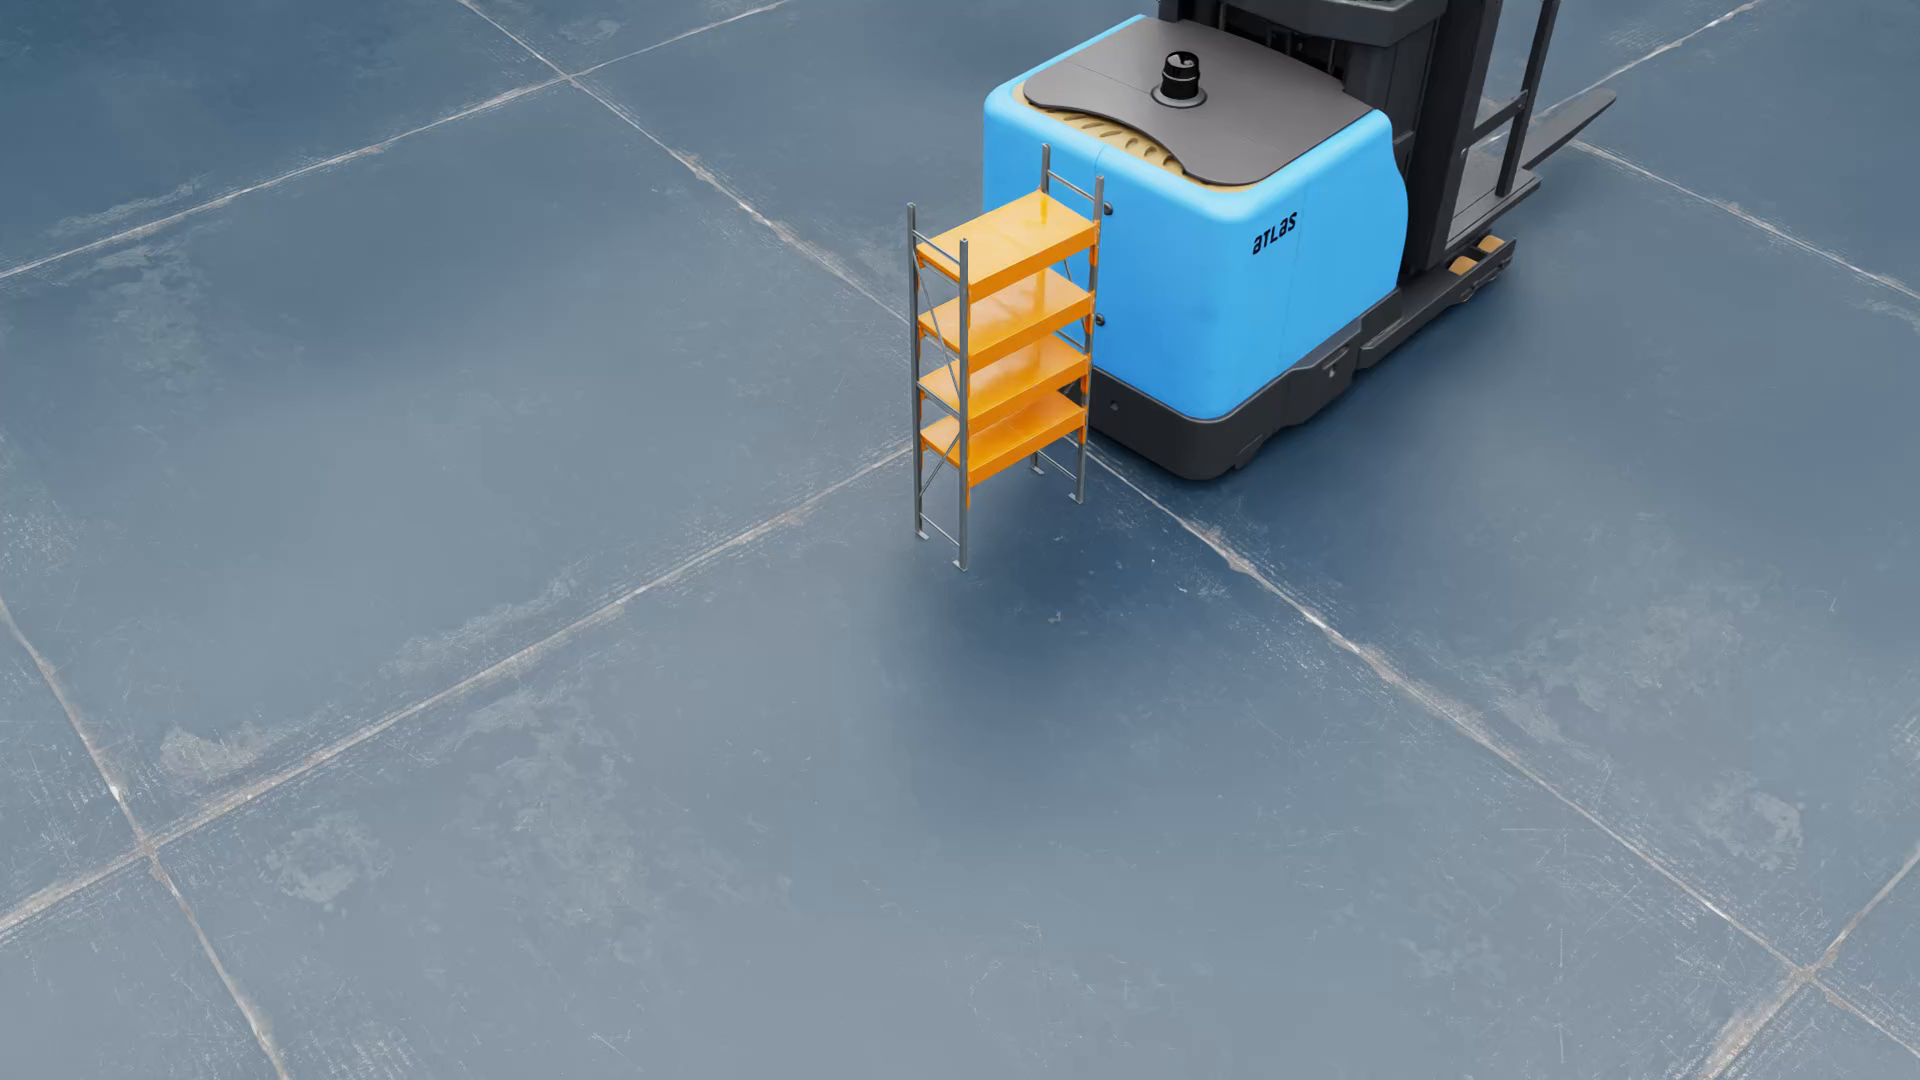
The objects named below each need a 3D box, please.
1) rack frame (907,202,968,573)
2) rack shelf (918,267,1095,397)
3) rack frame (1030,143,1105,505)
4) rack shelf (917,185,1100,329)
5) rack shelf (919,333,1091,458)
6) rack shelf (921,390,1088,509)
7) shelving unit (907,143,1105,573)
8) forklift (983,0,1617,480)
[{"bbox_3d":[-0.060,-0.403,4.803,0.015,1.200,0.240,-30,51,-28],"label":"rack frame"},{"bbox_3d":[0.127,-0.624,4.810,0.480,0.148,0.258,-30,51,-28],"label":"rack shelf"},{"bbox_3d":[0.314,-0.617,5.031,0.015,1.200,0.240,-30,51,-28],"label":"rack frame"},{"bbox_3d":[0.127,-0.796,4.648,0.480,0.148,0.258,-30,51,-28],"label":"rack shelf"},{"bbox_3d":[0.127,-0.461,4.963,0.480,0.148,0.258,-30,51,-28],"label":"rack shelf"},{"bbox_3d":[0.127,-0.316,5.099,0.480,0.148,0.258,-30,51,-28],"label":"rack shelf"},{"bbox_3d":[0.127,-0.510,4.917,0.503,1.200,0.258,-30,51,-28],"label":"shelving unit"},{"bbox_3d":[1.442,-2.173,5.423,1.130,2.935,3.031,33,52,30],"label":"forklift"}]
